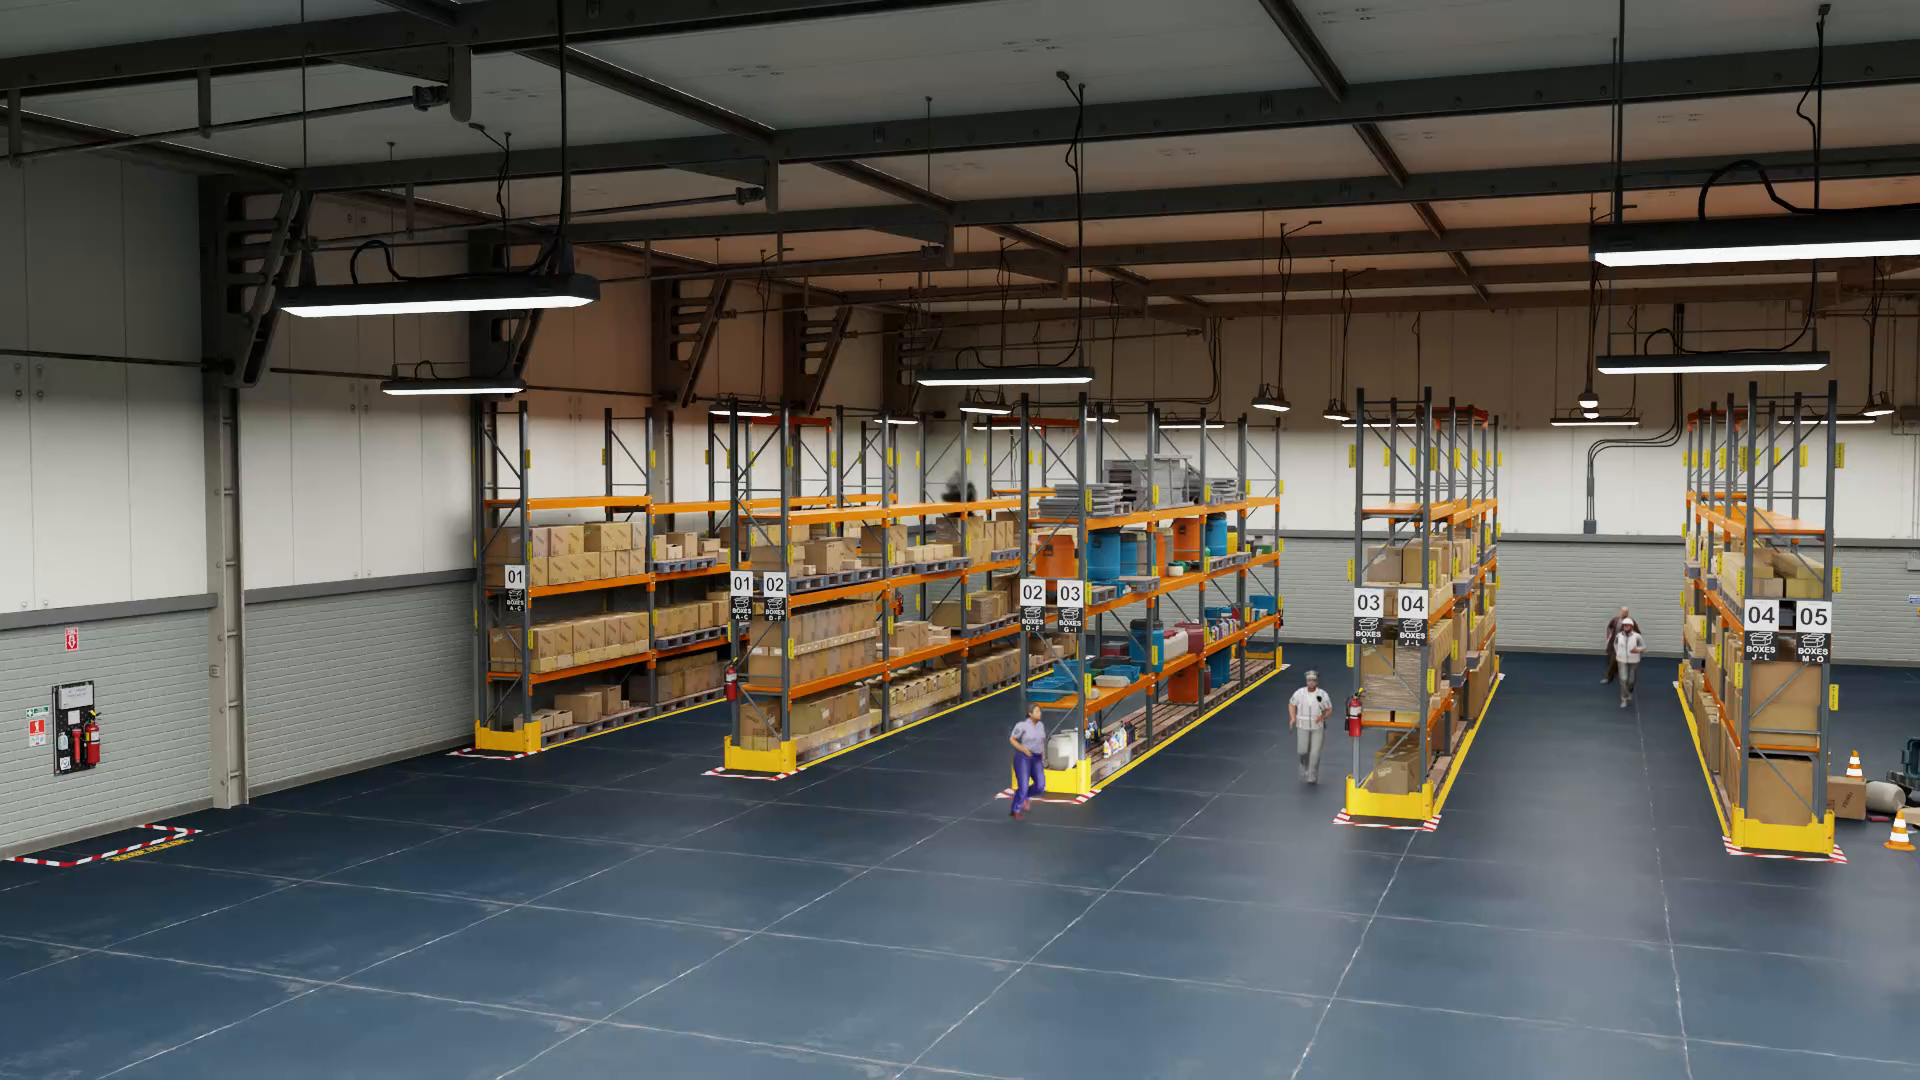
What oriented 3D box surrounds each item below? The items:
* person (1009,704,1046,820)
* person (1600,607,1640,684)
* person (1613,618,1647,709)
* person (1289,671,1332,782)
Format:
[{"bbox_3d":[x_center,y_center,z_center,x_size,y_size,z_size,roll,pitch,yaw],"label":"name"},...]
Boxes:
[{"bbox_3d":[0.986,3.089,23.311,0.609,1.573,0.532,-2,3,-30],"label":"person"},{"bbox_3d":[14.680,2.339,36.926,0.788,1.730,0.768,-2,4,-41],"label":"person"},{"bbox_3d":[13.562,2.478,33.695,0.647,1.787,0.892,1,3,26],"label":"person"},{"bbox_3d":[5.393,2.878,25.605,0.664,1.733,0.589,1,3,12],"label":"person"}]
